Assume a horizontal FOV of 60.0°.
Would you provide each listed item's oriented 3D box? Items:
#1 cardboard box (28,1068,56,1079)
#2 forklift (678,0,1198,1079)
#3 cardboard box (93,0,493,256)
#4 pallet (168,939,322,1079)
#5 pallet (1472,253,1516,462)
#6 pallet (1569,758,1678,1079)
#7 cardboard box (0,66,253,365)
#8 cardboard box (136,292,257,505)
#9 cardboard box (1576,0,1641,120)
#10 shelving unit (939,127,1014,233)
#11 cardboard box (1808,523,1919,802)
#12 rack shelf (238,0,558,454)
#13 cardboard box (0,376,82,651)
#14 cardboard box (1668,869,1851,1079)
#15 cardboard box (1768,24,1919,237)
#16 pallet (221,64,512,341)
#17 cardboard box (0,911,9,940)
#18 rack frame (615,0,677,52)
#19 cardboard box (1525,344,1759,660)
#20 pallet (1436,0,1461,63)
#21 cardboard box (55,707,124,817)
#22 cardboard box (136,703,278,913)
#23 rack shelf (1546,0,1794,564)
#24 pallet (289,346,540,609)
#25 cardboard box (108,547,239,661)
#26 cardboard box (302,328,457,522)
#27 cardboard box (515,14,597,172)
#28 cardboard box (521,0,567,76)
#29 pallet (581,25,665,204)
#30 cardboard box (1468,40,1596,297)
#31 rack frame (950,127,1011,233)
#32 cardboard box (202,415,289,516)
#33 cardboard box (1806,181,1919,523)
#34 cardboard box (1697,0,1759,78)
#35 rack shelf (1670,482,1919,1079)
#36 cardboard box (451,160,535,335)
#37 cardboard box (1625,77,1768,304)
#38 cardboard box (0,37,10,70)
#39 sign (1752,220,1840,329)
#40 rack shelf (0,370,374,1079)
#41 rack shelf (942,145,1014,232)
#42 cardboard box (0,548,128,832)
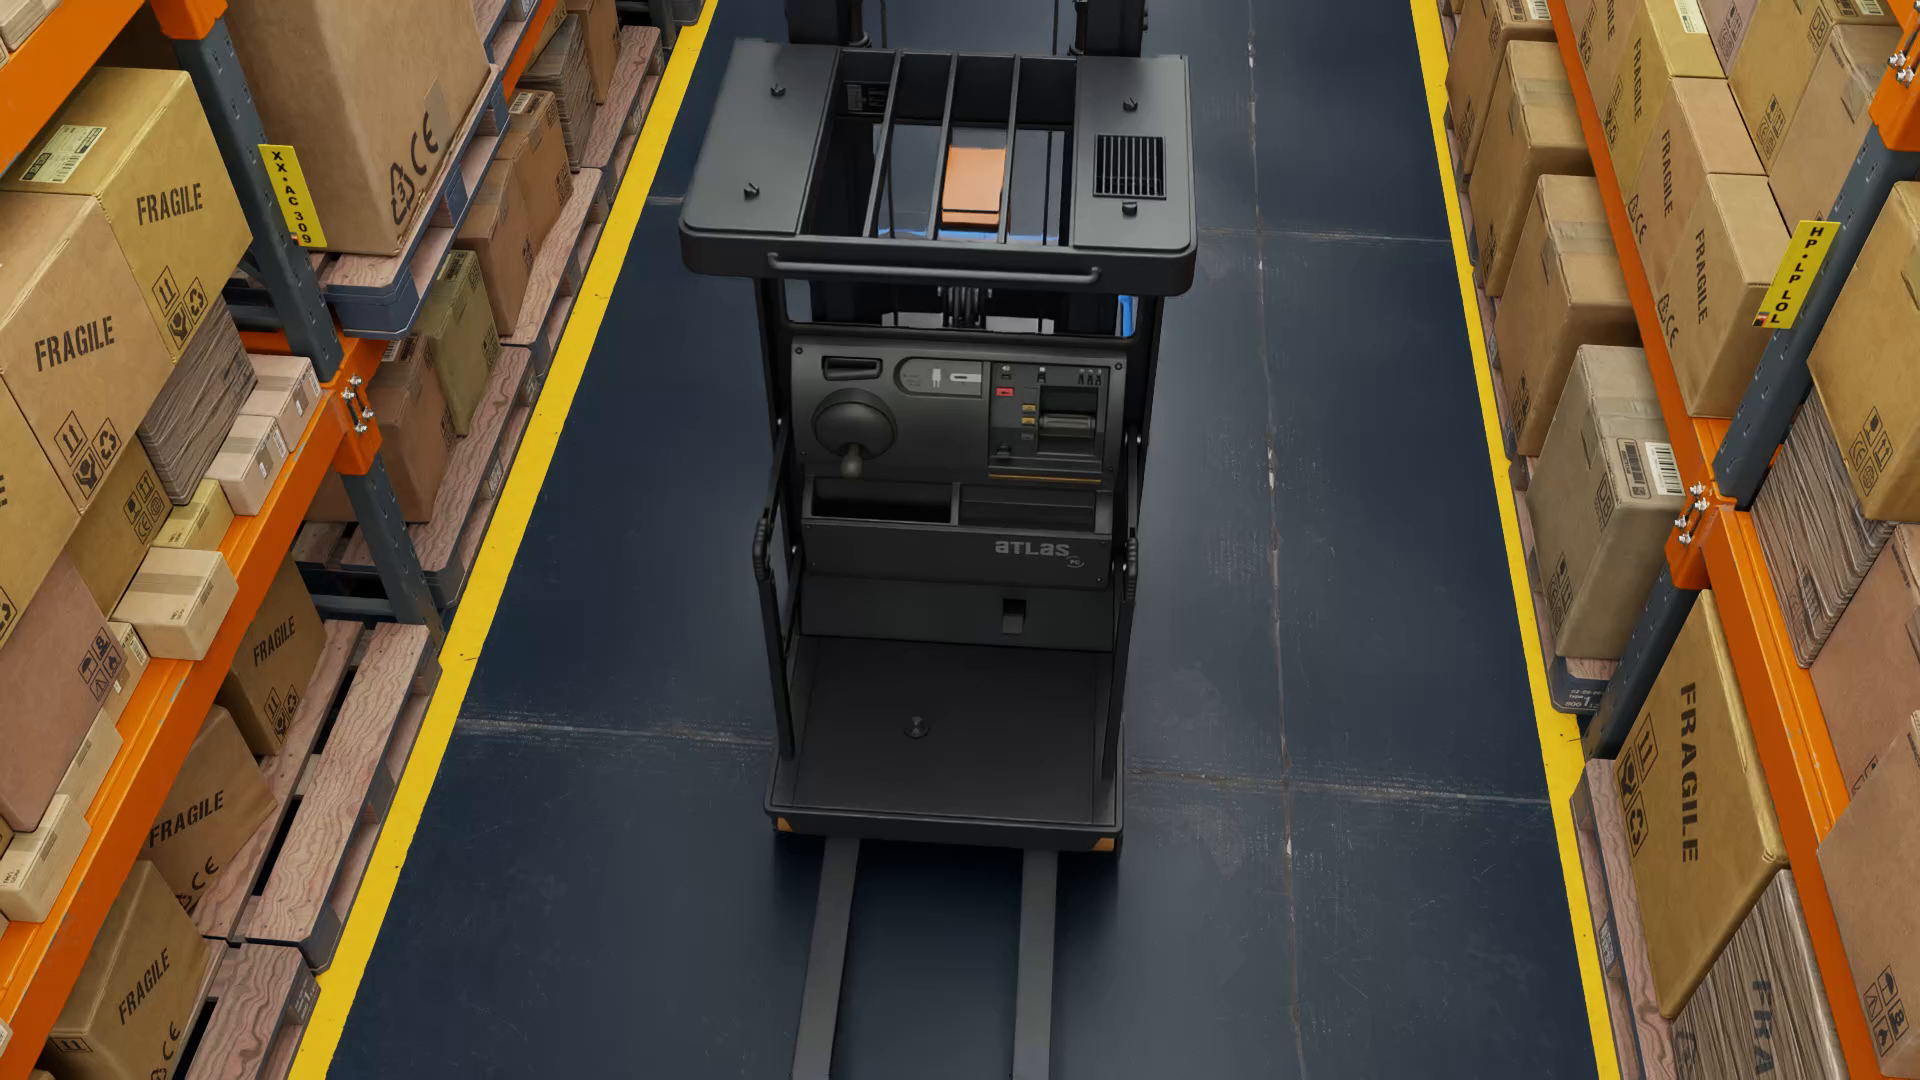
[{"bbox_3d":[-2.532,1.622,4.144,0.500,0.500,0.500,8,48,7],"label":"cardboard box"},{"bbox_3d":[-0.020,-0.255,4.497,1.130,2.935,3.031,3,48,3],"label":"forklift"},{"bbox_3d":[-2.126,-1.580,4.971,1.000,1.000,1.000,4,48,4],"label":"cardboard box"},{"bbox_3d":[-2.472,1.674,4.576,1.003,0.211,1.213,4,48,4],"label":"pallet"},{"bbox_3d":[2.696,-0.784,6.824,1.003,0.211,1.213,4,48,4],"label":"pallet"},{"bbox_3d":[2.445,1.241,4.972,1.003,0.211,1.213,4,48,4],"label":"pallet"},{"bbox_3d":[-2.105,-0.784,3.987,0.500,0.500,0.500,4,48,4],"label":"cardboard box"},{"bbox_3d":[-2.440,-0.469,4.377,0.875,0.500,0.500,4,48,4],"label":"cardboard box"},{"bbox_3d":[2.510,-1.805,5.800,0.500,0.500,0.500,3,48,3],"label":"cardboard box"},{"bbox_3d":[0.055,-0.979,6.332,0.258,1.200,0.503,3,48,3],"label":"shelving unit"},{"bbox_3d":[2.543,0.373,3.774,0.875,0.550,0.550,4,48,4],"label":"cardboard box"},{"bbox_3d":[-2.155,-1.888,6.432,1.077,0.370,4.000,4,48,4],"label":"rack shelf"},{"bbox_3d":[-2.195,-0.049,3.315,0.500,0.500,0.500,4,48,4],"label":"cardboard box"},{"bbox_3d":[2.387,1.442,4.054,0.875,0.875,0.875,4,48,4],"label":"cardboard box"},{"bbox_3d":[2.632,-0.990,4.378,0.700,0.500,0.500,3,48,3],"label":"cardboard box"},{"bbox_3d":[-2.123,-1.149,5.398,1.003,0.211,1.213,4,48,4],"label":"pallet"},{"bbox_3d":[-2.315,0.881,3.582,0.380,0.149,0.250,4,48,4],"label":"cardboard box"},{"bbox_3d":[-1.973,-3.601,7.511,1.000,3.000,0.127,4,48,4],"label":"rack frame"},{"bbox_3d":[2.559,-0.098,5.547,1.050,0.750,0.750,4,48,3],"label":"cardboard box"},{"bbox_3d":[3.030,-2.826,8.692,1.003,0.211,1.213,4,48,4],"label":"pallet"},{"bbox_3d":[-2.228,0.516,3.915,0.380,0.149,0.250,4,48,4],"label":"cardboard box"},{"bbox_3d":[-2.459,0.753,4.938,0.500,0.500,0.500,18,50,16],"label":"cardboard box"},{"bbox_3d":[2.775,-1.481,6.059,1.077,0.370,4.000,4,48,4],"label":"rack shelf"},{"bbox_3d":[-2.268,-0.293,6.375,1.003,0.211,1.213,4,48,4],"label":"pallet"},{"bbox_3d":[-2.091,0.155,4.246,0.380,0.149,0.250,4,48,4],"label":"cardboard box"},{"bbox_3d":[-2.260,-0.416,5.994,0.700,0.500,0.500,1,48,1],"label":"cardboard box"},{"bbox_3d":[-2.052,-2.004,7.446,0.700,0.500,0.500,0,48,0],"label":"cardboard box"},{"bbox_3d":[-2.042,-2.274,7.185,0.500,0.250,0.500,9,48,8],"label":"cardboard box"},{"bbox_3d":[-2.046,-2.086,8.015,1.003,0.211,1.213,4,48,4],"label":"pallet"},{"bbox_3d":[2.736,-1.492,6.821,1.050,0.750,0.750,5,48,4],"label":"cardboard box"},{"bbox_3d":[0.072,-1.158,6.496,0.240,1.200,0.015,3,48,3],"label":"rack frame"},{"bbox_3d":[-2.097,-0.216,4.585,0.380,0.149,0.250,4,48,4],"label":"cardboard box"},{"bbox_3d":[2.525,-0.400,3.750,0.875,0.550,0.550,4,48,4],"label":"cardboard box"},{"bbox_3d":[2.723,-1.740,5.063,0.700,0.500,0.500,4,48,4],"label":"cardboard box"},{"bbox_3d":[2.410,1.459,3.371,1.077,0.370,4.000,4,48,4],"label":"rack shelf"},{"bbox_3d":[-2.147,-1.177,6.689,0.700,0.500,0.500,0,48,0],"label":"cardboard box"},{"bbox_3d":[2.420,-1.060,5.119,0.500,0.500,0.500,3,48,3],"label":"cardboard box"},{"bbox_3d":[-2.177,-0.888,3.098,0.500,0.250,0.500,5,48,5],"label":"cardboard box"},{"bbox_3d":[2.051,-0.647,4.078,0.100,0.325,0.005,4,48,4],"label":"sign"},{"bbox_3d":[-2.520,1.051,3.744,1.077,0.370,4.000,4,48,4],"label":"rack shelf"},{"bbox_3d":[0.055,-1.244,6.042,0.258,0.148,0.480,3,48,3],"label":"rack shelf"},{"bbox_3d":[-2.466,0.270,3.701,0.875,0.500,0.500,4,48,4],"label":"cardboard box"}]
